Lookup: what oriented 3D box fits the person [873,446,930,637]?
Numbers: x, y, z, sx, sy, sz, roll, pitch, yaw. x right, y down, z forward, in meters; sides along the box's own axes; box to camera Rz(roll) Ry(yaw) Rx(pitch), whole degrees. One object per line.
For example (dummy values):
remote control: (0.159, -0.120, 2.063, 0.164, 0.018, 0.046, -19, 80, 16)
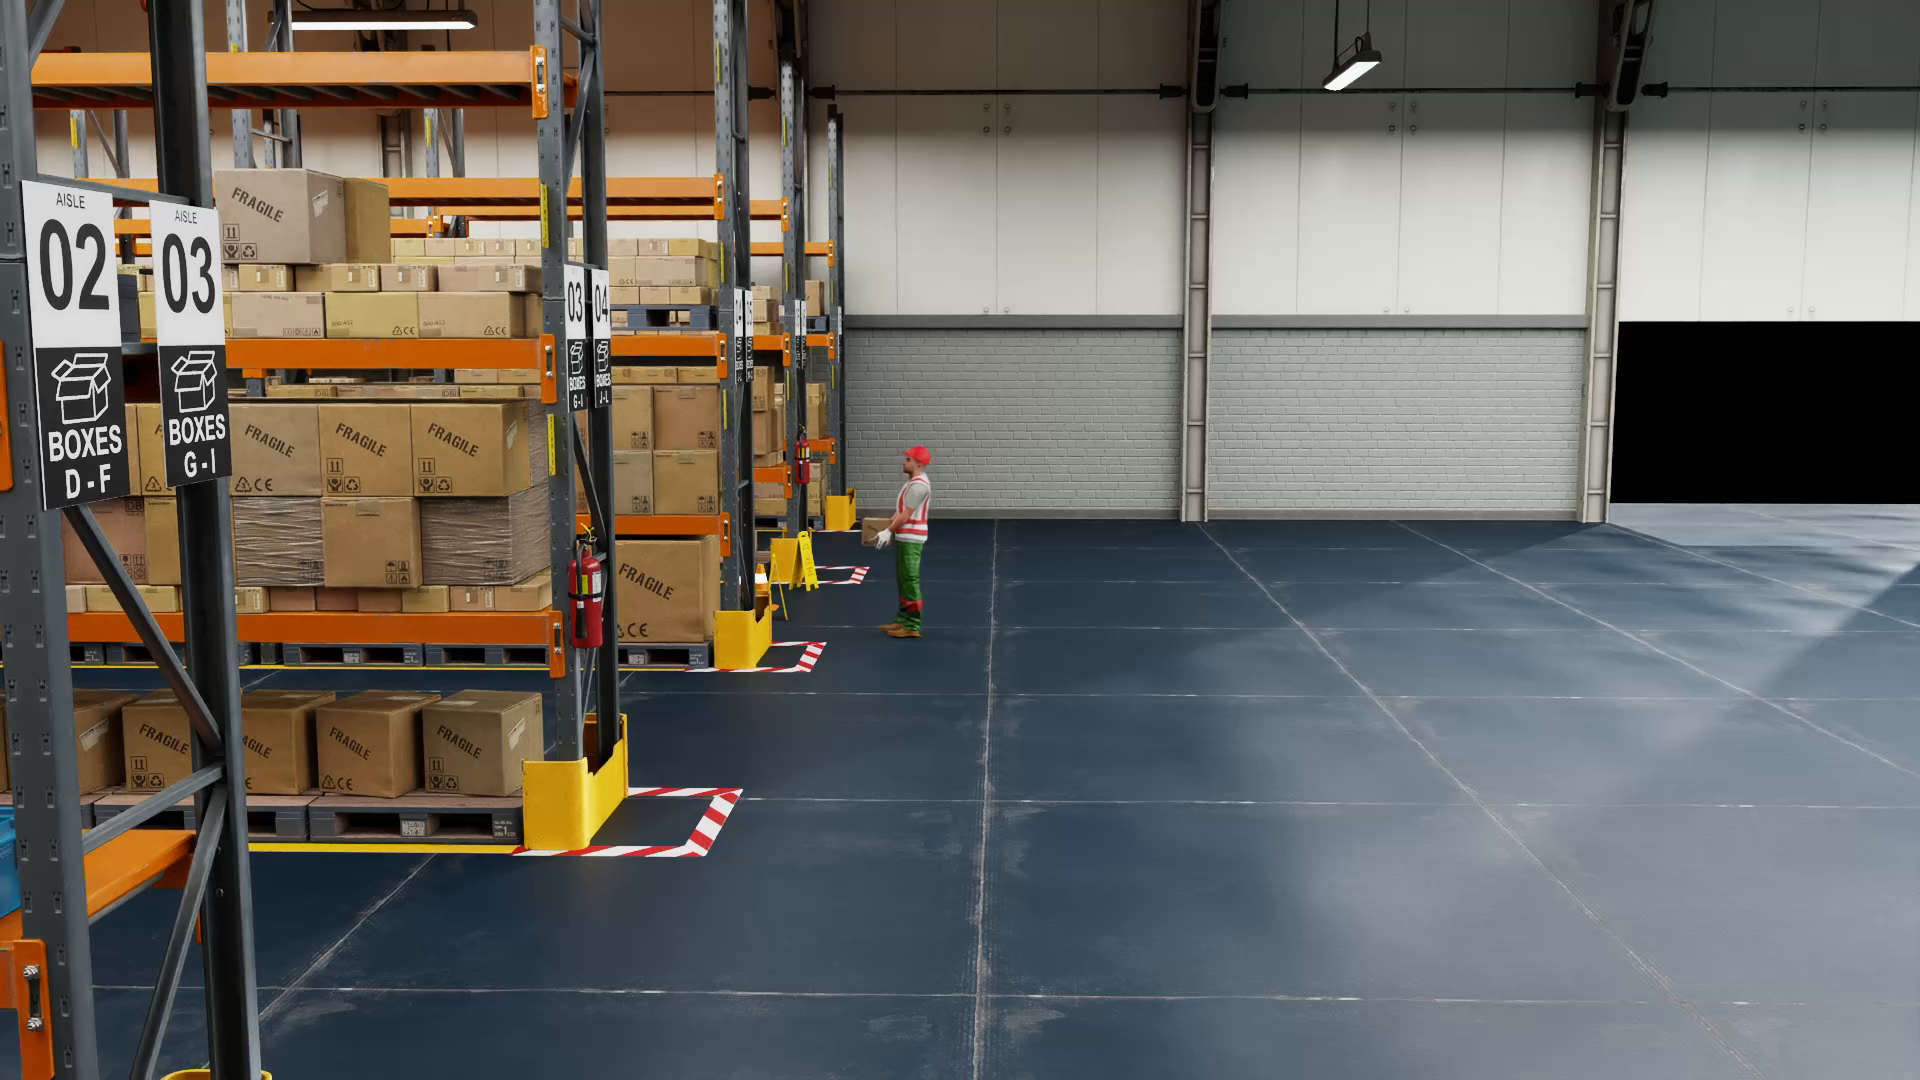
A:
person: (-0.545, 0.012, 15.551, 0.538, 1.793, 0.536, -1, 7, -4)
